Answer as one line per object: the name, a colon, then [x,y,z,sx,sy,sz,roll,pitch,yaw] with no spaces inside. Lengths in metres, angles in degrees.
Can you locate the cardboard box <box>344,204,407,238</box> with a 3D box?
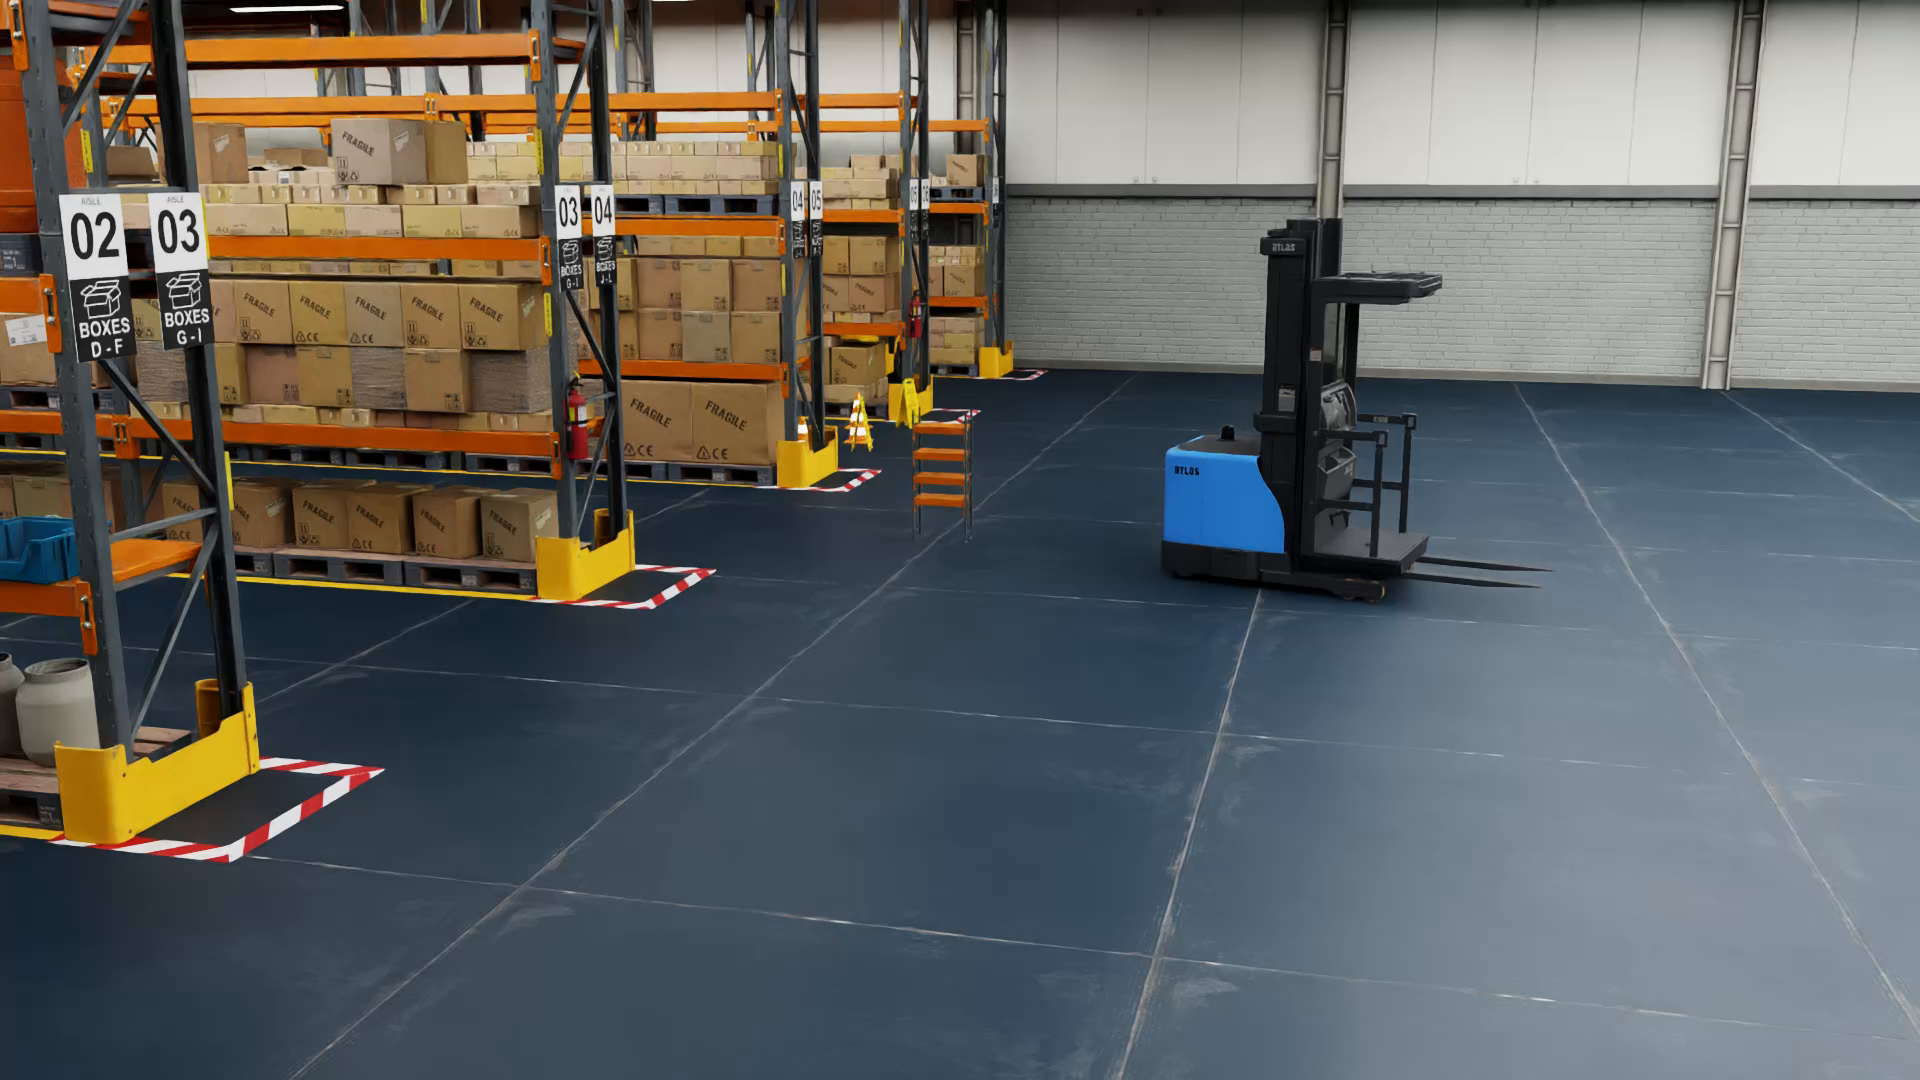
cardboard box: [-4.490,-2.526,13.131,0.500,0.250,0.500,3,13,15]

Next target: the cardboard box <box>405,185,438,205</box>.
cardboard box: [-4.090,-2.681,12.911,0.250,0.149,0.380,3,13,14]

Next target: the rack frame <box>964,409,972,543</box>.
rack frame: [0.076,-0.582,15.102,0.015,1.200,0.240,3,13,14]

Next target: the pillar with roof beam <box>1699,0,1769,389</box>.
pillar with roof beam: [10.739,-5.864,20.904,0.400,9.000,9.100,3,13,14]

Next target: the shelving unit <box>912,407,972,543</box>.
shelving unit: [-0.161,-0.594,15.159,0.503,1.200,0.258,3,13,14]

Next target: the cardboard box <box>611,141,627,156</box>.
cardboard box: [-3.583,-4.157,17.676,0.250,0.149,0.380,3,13,14]

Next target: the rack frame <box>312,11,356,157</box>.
rack frame: [-11.070,-7.789,29.581,0.127,3.000,1.000,3,13,14]

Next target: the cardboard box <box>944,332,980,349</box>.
cardboard box: [0.033,-3.304,27.440,0.500,0.250,0.500,3,13,13]

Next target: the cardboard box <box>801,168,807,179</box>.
cardboard box: [-1.968,-4.949,22.445,0.250,0.149,0.380,3,13,14]

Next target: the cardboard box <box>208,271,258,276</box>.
cardboard box: [-6.361,-2.034,14.265,0.500,0.500,0.500,3,13,14]

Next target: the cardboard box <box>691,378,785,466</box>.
cardboard box: [-2.368,-1.336,18.283,0.875,0.875,0.875,3,13,14]

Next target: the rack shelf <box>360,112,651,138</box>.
rack shelf: [-6.431,-5.887,23.593,4.000,0.370,1.077,3,13,14]

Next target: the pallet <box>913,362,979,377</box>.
pallet: [-0.172,-2.907,27.865,1.213,0.211,1.003,3,13,14]

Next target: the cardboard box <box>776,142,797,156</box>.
cardboard box: [-1.941,-4.216,17.942,0.250,0.149,0.380,3,13,14]

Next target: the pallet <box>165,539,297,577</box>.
pallet: [-6.203,0.072,14.439,1.213,0.211,1.003,3,13,14]

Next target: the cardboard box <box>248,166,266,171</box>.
cardboard box: [-8.374,-4.246,19.542,0.500,0.311,0.500,3,13,14]

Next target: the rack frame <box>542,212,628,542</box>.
rack frame: [-2.980,-1.109,13.325,0.127,3.000,1.000,3,13,14]

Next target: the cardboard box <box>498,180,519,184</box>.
cardboard box: [-4.811,-3.834,18.059,0.250,0.149,0.380,3,13,13]

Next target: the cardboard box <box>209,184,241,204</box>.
cardboard box: [-5.840,-2.799,13.443,0.250,0.149,0.380,3,13,15]

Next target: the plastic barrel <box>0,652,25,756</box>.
plastic barrel: [-5.311,0.898,9.053,0.421,0.512,0.421,0,13,0]

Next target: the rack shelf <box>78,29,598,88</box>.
rack shelf: [-4.922,-3.789,13.222,4.000,0.370,1.077,3,13,14]

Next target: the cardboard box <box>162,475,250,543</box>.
cardboard box: [-6.485,-0.273,14.355,0.500,0.500,0.500,3,13,12]

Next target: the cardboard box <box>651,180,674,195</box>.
cardboard box: [-3.086,-3.742,17.644,0.250,0.149,0.380,3,13,13]

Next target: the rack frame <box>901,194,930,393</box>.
rack frame: [-0.606,-3.193,22.718,0.127,3.000,1.000,3,13,14]

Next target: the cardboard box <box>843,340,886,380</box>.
cardboard box: [-1.346,-2.523,23.345,0.500,0.500,0.500,3,13,12]

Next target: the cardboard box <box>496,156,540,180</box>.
cardboard box: [-4.679,-4.035,18.045,0.500,0.250,0.500,3,13,13]

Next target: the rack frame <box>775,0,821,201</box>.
rack frame: [-1.693,-5.076,17.353,0.127,3.000,1.000,3,13,14]

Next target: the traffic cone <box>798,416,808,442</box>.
traffic cone: [-1.869,-1.235,19.748,0.334,0.463,0.336,3,13,14]

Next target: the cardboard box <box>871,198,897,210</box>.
cardboard box: [-1.019,-4.495,22.239,0.250,0.149,0.380,3,13,14]

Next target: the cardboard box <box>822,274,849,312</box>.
cardboard box: [-1.684,-3.385,22.663,0.500,0.500,0.500,3,13,14]

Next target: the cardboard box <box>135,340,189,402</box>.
cardboard box: [-6.441,-1.475,14.054,0.500,0.500,0.875,3,13,14]

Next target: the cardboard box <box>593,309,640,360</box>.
cardboard box: [-3.642,-2.328,18.473,0.500,0.550,0.875,3,13,14]

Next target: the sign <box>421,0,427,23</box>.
sign: [-5.695,-5.664,17.662,0.005,0.325,0.100,3,13,14]

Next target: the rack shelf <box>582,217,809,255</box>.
rack shelf: [-3.635,-3.364,18.224,4.000,0.370,1.077,3,13,14]

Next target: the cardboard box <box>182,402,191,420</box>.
cardboard box: [-6.238,-1.097,13.850,0.250,0.149,0.380,3,13,14]

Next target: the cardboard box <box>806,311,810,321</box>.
cardboard box: [-2.008,-3.103,22.889,0.250,0.149,0.380,3,13,14]

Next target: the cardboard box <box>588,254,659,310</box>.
cardboard box: [-3.657,-2.842,18.295,0.500,0.550,0.875,3,13,14]

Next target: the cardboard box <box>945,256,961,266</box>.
cardboard box: [-0.079,-4.569,27.190,0.250,0.149,0.380,3,13,14]

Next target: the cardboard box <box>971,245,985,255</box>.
cardboard box: [0.305,-4.810,27.592,0.250,0.149,0.380,3,13,12]

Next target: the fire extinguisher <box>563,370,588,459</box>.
fire extinguisher: [-2.979,-0.969,12.870,0.183,0.674,0.296,3,13,14]

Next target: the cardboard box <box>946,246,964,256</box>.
cardboard box: [-0.065,-4.729,27.223,0.250,0.149,0.380,3,13,14]

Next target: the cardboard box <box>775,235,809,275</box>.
cardboard box: [-2.163,-3.889,22.627,0.500,0.500,0.700,3,13,13]

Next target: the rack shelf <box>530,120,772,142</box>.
rack shelf: [-5.245,-6.931,28.299,4.000,0.370,1.077,3,13,14]

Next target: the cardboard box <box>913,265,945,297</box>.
cardboard box: [-0.462,-4.285,27.409,0.500,0.500,0.500,3,13,15]

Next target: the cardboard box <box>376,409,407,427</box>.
cardboard box: [-4.524,-1.020,13.500,0.250,0.149,0.380,3,13,14]

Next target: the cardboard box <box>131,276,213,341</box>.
cardboard box: [-6.487,-1.922,13.763,0.500,0.500,0.500,3,13,14]

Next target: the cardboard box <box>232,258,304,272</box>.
cardboard box: [-8.037,-3.022,19.406,0.500,0.500,0.700,3,13,13]

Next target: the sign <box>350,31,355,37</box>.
sign: [-8.502,-6.954,23.295,0.005,0.325,0.100,3,13,14]

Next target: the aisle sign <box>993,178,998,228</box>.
aisle sign: [0.573,-5.441,26.849,0.004,0.787,0.394,3,13,14]

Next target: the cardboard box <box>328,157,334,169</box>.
cardboard box: [-8.775,-5.316,24.153,0.637,0.503,0.797,2,13,10]

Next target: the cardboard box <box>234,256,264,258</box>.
cardboard box: [-10.407,-4.197,24.703,0.500,0.500,0.500,3,13,13]

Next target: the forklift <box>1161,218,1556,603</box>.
forklift: [3.225,-1.070,13.305,3.031,2.935,1.130,6,14,27]

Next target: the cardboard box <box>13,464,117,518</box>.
cardboard box: [-7.913,-0.377,14.777,0.500,0.500,0.700,3,13,13]

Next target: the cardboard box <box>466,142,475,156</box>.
cardboard box: [-5.305,-4.249,18.091,0.250,0.149,0.380,3,13,14]

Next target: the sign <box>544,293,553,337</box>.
sign: [-3.132,-1.713,12.644,0.005,0.325,0.100,3,13,14]

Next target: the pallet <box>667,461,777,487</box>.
pallet: [-2.489,-0.811,18.418,1.213,0.211,1.003,3,13,14]

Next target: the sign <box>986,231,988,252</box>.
sign: [0.437,-4.805,26.762,0.005,0.325,0.100,3,13,14]
